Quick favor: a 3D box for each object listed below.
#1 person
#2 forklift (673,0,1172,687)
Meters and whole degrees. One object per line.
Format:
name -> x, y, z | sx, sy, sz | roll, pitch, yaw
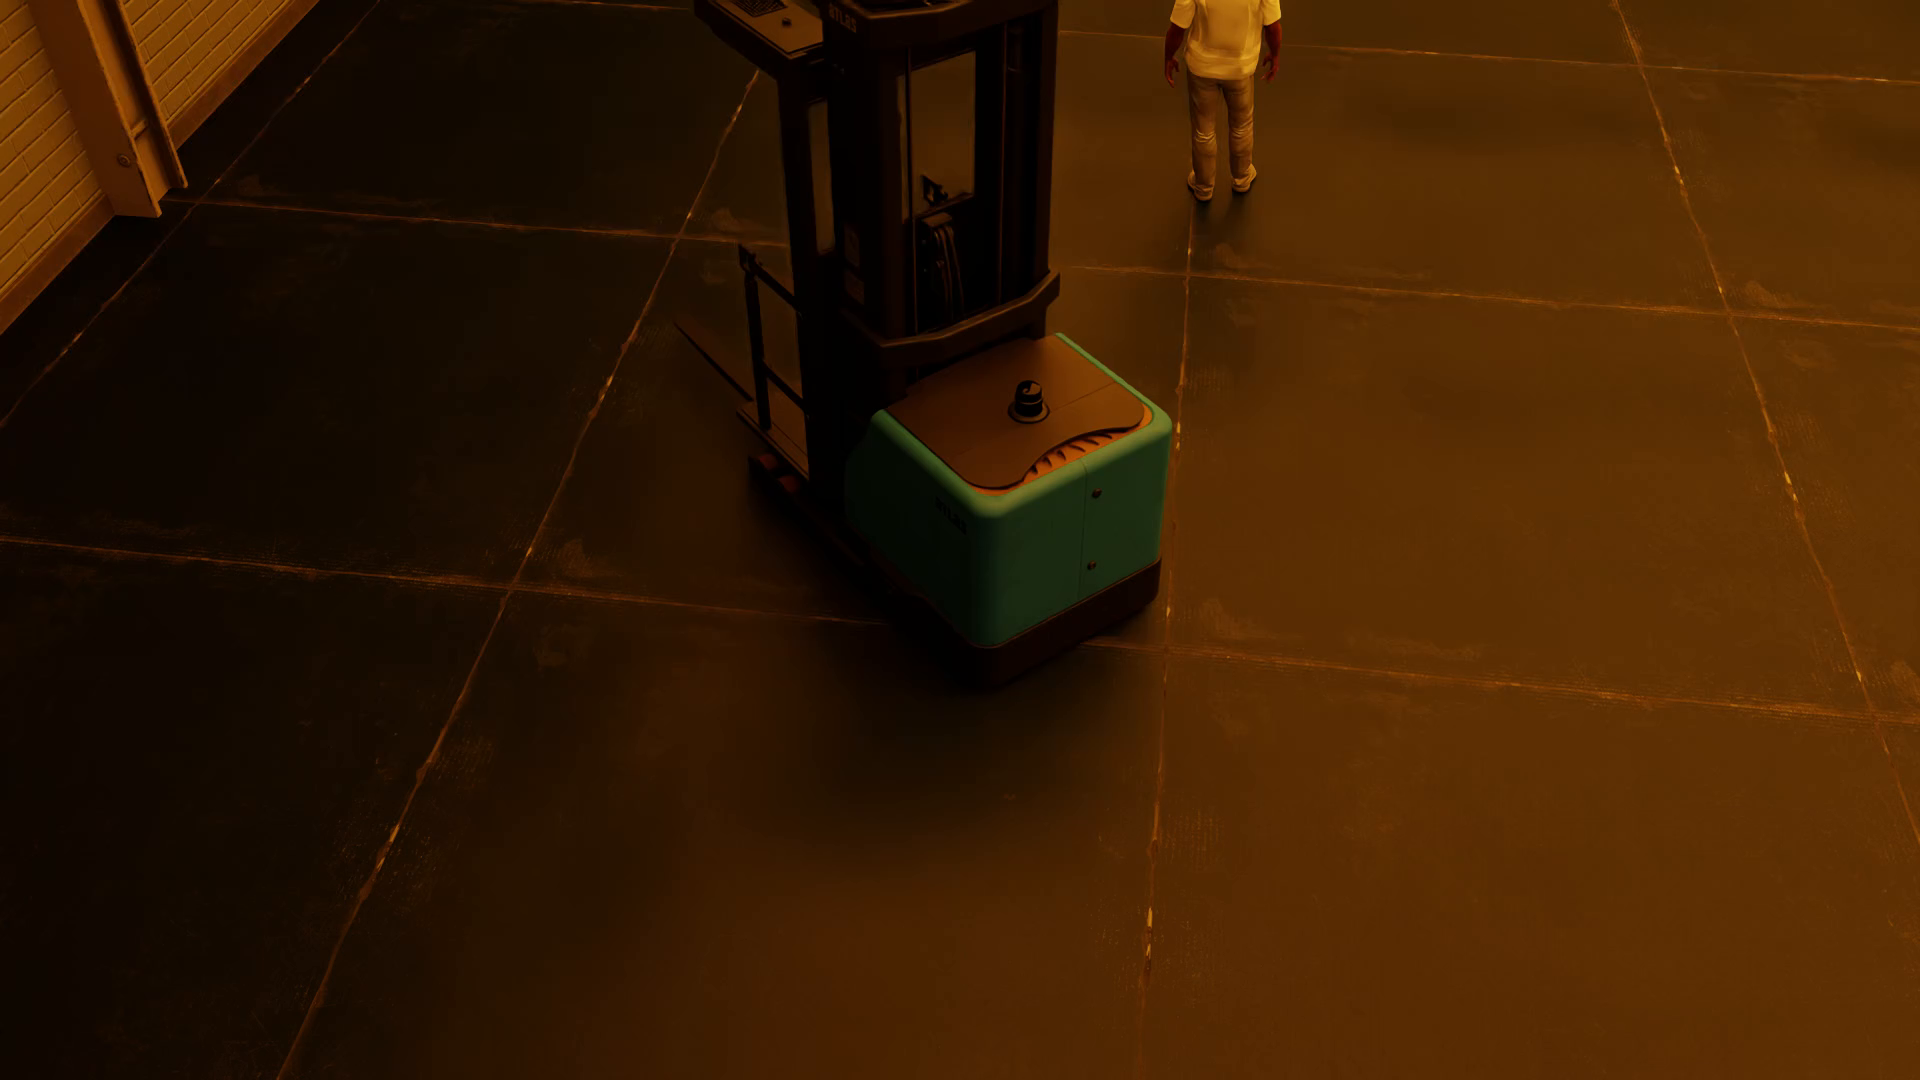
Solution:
person -> 1.508, -2.795, 9.617 | 0.665, 1.766, 0.576 | 3, 43, 3
forklift -> -0.374, -1.407, 7.255 | 1.130, 2.935, 3.031 | -26, 49, -26
